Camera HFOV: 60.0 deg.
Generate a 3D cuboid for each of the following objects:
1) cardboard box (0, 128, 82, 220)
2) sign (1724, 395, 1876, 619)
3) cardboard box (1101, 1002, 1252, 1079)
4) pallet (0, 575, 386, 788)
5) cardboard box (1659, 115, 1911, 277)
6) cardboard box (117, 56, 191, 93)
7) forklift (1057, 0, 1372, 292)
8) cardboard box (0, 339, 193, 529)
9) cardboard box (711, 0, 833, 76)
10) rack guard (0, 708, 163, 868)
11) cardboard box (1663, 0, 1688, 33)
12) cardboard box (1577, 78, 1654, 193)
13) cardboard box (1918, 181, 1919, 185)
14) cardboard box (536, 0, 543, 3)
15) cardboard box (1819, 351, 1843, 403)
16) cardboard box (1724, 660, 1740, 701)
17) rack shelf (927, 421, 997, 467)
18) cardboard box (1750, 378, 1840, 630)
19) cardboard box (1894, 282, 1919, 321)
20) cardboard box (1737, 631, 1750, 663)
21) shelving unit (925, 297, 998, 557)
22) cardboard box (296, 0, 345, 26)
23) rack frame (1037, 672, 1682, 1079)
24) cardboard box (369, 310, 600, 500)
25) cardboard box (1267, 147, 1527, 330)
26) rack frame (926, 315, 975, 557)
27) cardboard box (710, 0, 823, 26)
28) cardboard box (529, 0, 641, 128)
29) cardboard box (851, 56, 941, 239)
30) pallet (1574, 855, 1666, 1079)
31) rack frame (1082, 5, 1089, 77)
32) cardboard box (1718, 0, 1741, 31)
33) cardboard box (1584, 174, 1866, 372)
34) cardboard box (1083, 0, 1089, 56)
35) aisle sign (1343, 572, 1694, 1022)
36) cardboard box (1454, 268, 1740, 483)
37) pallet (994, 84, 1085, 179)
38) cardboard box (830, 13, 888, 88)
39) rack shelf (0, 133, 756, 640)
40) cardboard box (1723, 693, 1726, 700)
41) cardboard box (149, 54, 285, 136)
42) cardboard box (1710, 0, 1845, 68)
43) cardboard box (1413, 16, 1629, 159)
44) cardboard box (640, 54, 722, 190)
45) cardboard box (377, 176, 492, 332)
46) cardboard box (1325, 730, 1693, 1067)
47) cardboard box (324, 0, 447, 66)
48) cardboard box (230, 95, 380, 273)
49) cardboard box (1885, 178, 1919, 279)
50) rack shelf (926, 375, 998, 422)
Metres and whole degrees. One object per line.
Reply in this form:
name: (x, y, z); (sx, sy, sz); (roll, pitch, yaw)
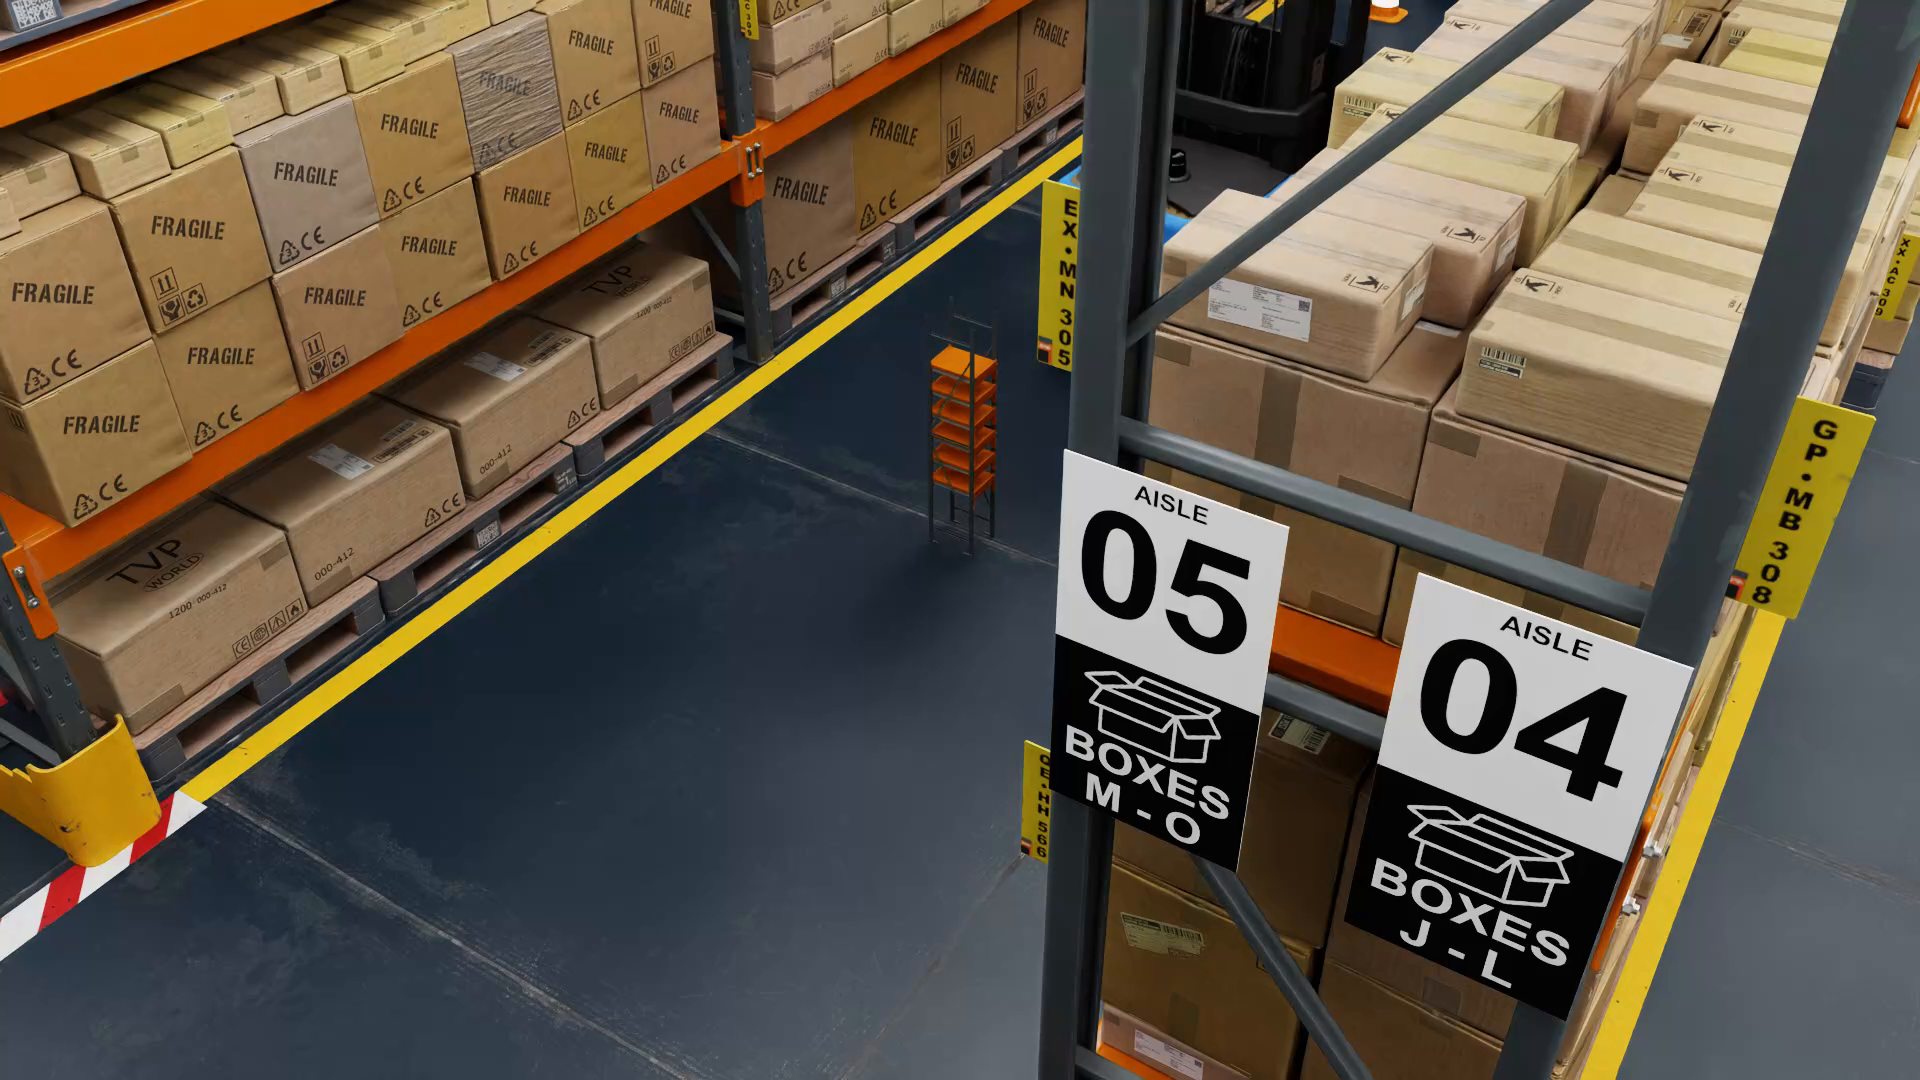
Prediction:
cardboard box: (-3.100, -1.192, 5.407); (0.380, 0.149, 0.250); (22, 43, 26)
sign: (1.088, -0.038, 2.170); (0.100, 0.325, 0.005); (21, 42, 25)
cardboard box: (0.565, 1.158, 3.997); (0.380, 0.149, 0.250); (21, 42, 25)
pallet: (-3.242, 0.418, 7.035); (1.003, 0.211, 1.213); (21, 42, 25)
cardboard box: (1.485, -0.625, 3.034); (0.380, 0.149, 0.250); (22, 43, 26)
cardboard box: (-3.029, -1.719, 6.090); (0.380, 0.149, 0.250); (21, 42, 25)
forklift: (1.703, -2.667, 8.808); (1.130, 2.935, 3.031); (23, 43, 27)
cardboard box: (-3.105, -0.441, 5.784); (0.500, 0.500, 0.500); (21, 42, 25)
cardboard box: (-0.988, -2.584, 8.358); (0.500, 0.250, 0.500); (20, 42, 24)
rack guard: (-3.617, 0.754, 6.362); (1.175, 0.500, 0.348); (21, 42, 25)
cardboard box: (1.538, -1.356, 3.982); (0.380, 0.149, 0.250); (20, 42, 24)
cardboard box: (1.211, -0.856, 3.660); (0.500, 0.250, 0.500); (22, 43, 26)
cardboard box: (3.656, -1.375, 6.452); (0.380, 0.149, 0.250); (22, 43, 25)
cardboard box: (-1.853, -2.378, 6.946); (0.380, 0.149, 0.250); (21, 42, 25)
cardboard box: (1.371, -0.228, 3.255); (0.500, 0.250, 0.500); (23, 43, 26)
cardboard box: (2.850, 0.533, 6.593); (0.380, 0.149, 0.250); (22, 43, 26)
rack shelf: (0.008, -0.447, 7.420); (0.258, 0.103, 0.180); (21, 42, 25)
cardboard box: (1.926, -0.166, 4.364); (0.500, 0.500, 0.500); (20, 42, 24)
cardboard box: (3.372, -0.981, 6.183); (0.380, 0.149, 0.250); (22, 43, 26)
cardboard box: (2.205, -0.036, 5.014); (0.500, 0.500, 0.500); (21, 42, 25)
shelving unit: (0.008, -0.483, 7.393); (0.258, 1.200, 0.189); (21, 42, 25)
cardboard box: (-2.682, -2.146, 6.645); (0.380, 0.149, 0.250); (21, 42, 25)
rack frame: (0.629, 1.319, 3.582); (1.000, 3.000, 0.127); (21, 42, 25)
cardboard box: (-2.368, -0.712, 7.971); (0.875, 0.438, 0.875); (20, 42, 24)
cardboard box: (0.756, -0.535, 2.917); (0.380, 0.149, 0.250); (22, 43, 26)
rack frame: (-0.041, -0.435, 7.332); (0.240, 1.200, 0.006); (21, 42, 25)
cardboard box: (-0.983, -2.879, 8.127); (0.500, 0.500, 0.500); (22, 43, 26)
cardboard box: (-1.760, -2.153, 7.186); (0.500, 0.500, 0.500); (21, 42, 24)
cardboard box: (-0.719, -2.449, 9.867); (0.875, 0.875, 0.875); (22, 43, 26)
pallet: (1.790, 1.350, 5.825); (1.003, 0.211, 1.213); (21, 42, 25)
rack frame: (0.682, -4.372, 10.965); (1.000, 3.000, 0.127); (21, 42, 25)
cardboard box: (2.176, -1.214, 4.125); (0.500, 0.250, 0.500); (23, 43, 27)
cardboard box: (1.363, -0.418, 3.093); (0.500, 0.250, 0.500); (21, 42, 25)
cardboard box: (0.993, -3.786, 12.013); (0.950, 0.372, 0.625); (18, 41, 22)
aisle sign: (0.843, 0.425, 2.613); (0.394, 0.787, 0.004); (21, 42, 25)
cardboard box: (0.995, -0.258, 2.558); (0.380, 0.149, 0.250); (21, 42, 25)
pallet: (0.195, -2.886, 11.321); (1.003, 0.211, 1.213); (21, 42, 25)
cardboard box: (-0.727, -2.659, 8.865); (0.500, 0.250, 0.500); (20, 42, 24)
rack shelf: (-2.533, -0.994, 7.172); (1.077, 0.370, 4.000); (21, 42, 25)
cardboard box: (2.738, 0.512, 6.377); (0.380, 0.149, 0.250); (19, 42, 23)
cardboard box: (-2.642, -1.582, 5.914); (0.380, 0.149, 0.250); (22, 43, 26)
cardboard box: (1.852, -1.049, 3.584); (0.380, 0.149, 0.250); (23, 43, 27)
cardboard box: (1.148, -0.943, 3.447); (0.380, 0.149, 0.250); (20, 42, 24)
cardboard box: (-1.494, -2.027, 7.841); (0.500, 0.500, 0.500); (22, 43, 26)
cardboard box: (-2.315, -1.231, 6.809); (0.500, 0.500, 0.500); (23, 43, 27)
cardboard box: (1.094, 0.621, 3.343); (0.500, 0.500, 0.500); (21, 42, 25)
cardboard box: (-2.215, -1.970, 6.417); (0.380, 0.149, 0.250); (21, 42, 25)
cardboard box: (-2.567, -1.375, 6.176); (0.500, 0.500, 0.500); (21, 42, 25)
cardboard box: (2.749, -0.966, 5.402); (0.500, 0.500, 0.500); (20, 42, 24)
rack shelf: (0.008, -0.638, 7.274); (0.258, 0.103, 0.180); (21, 42, 25)
